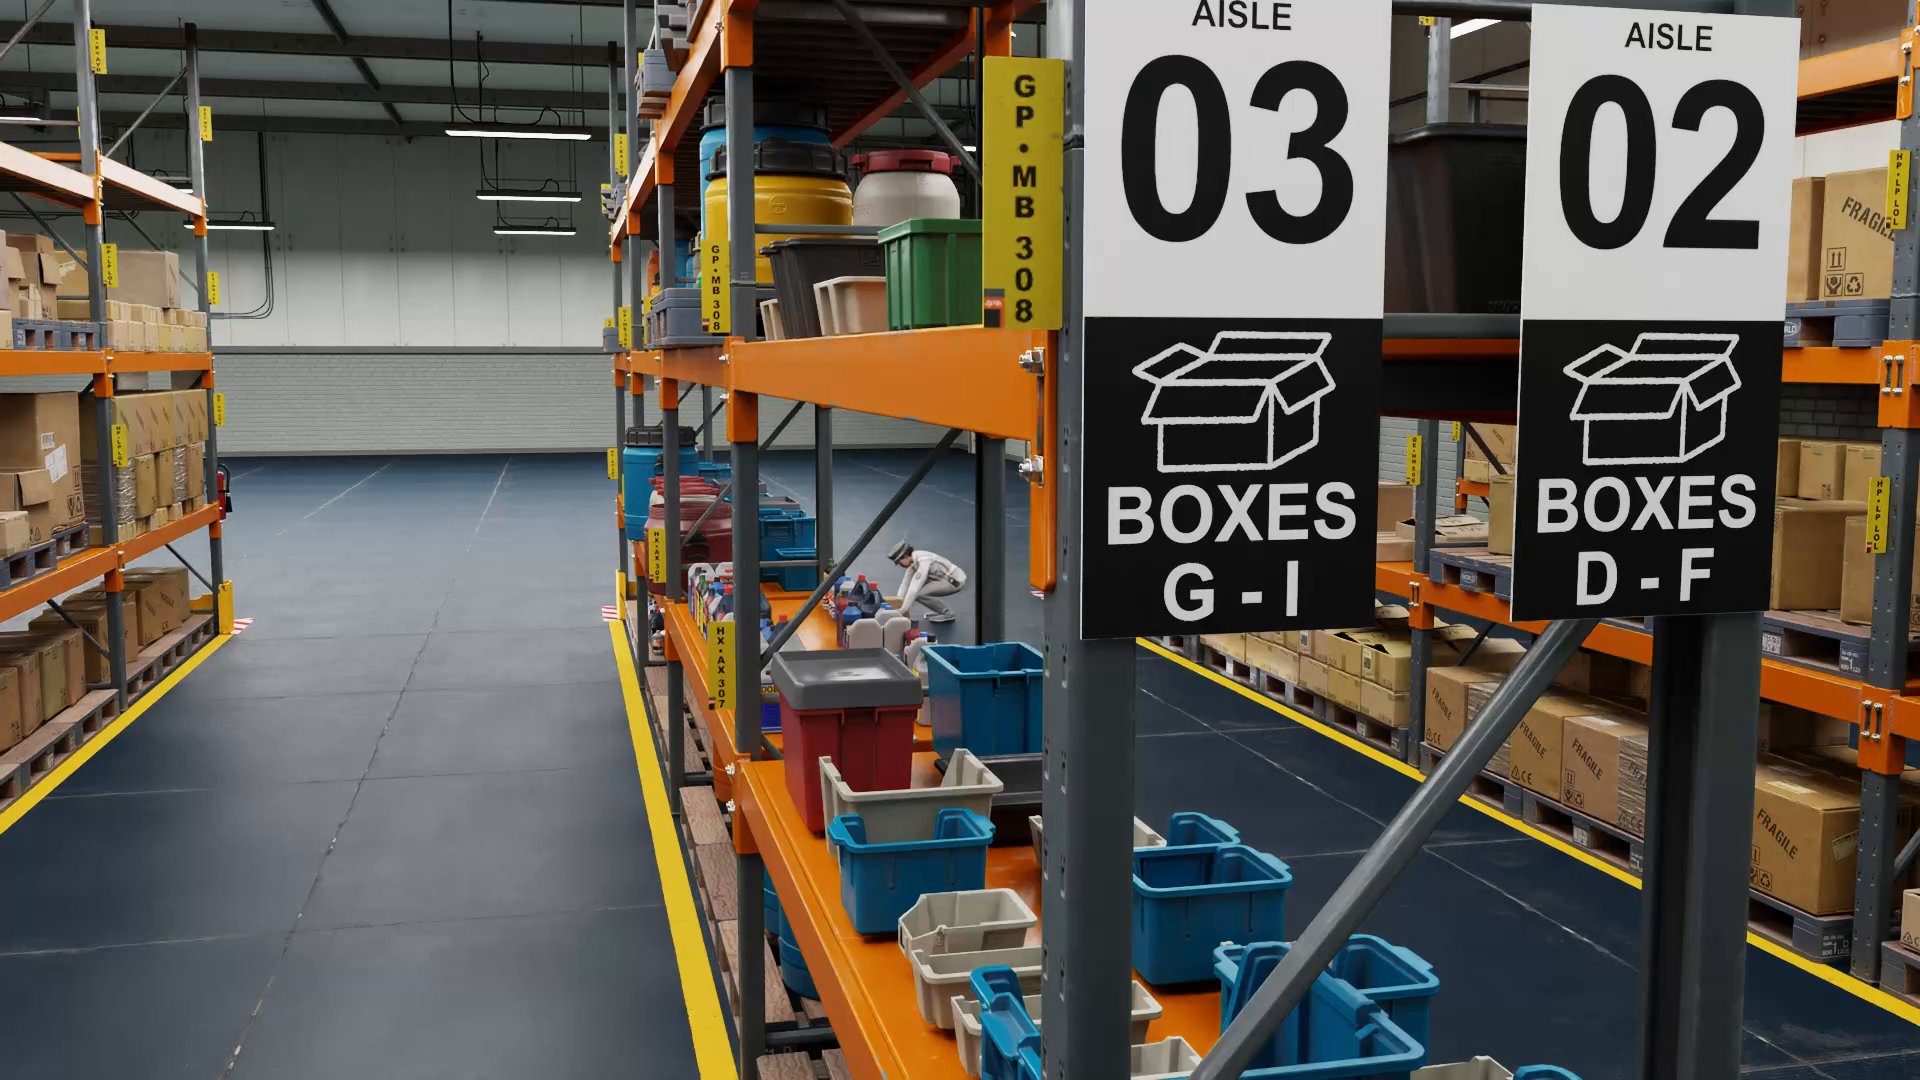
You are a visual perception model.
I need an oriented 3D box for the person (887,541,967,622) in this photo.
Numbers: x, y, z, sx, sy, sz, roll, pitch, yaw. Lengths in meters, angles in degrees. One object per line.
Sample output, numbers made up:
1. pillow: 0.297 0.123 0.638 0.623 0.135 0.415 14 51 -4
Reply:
1. person: -0.360 0.426 17.518 0.858 0.866 0.484 -2 6 -14
